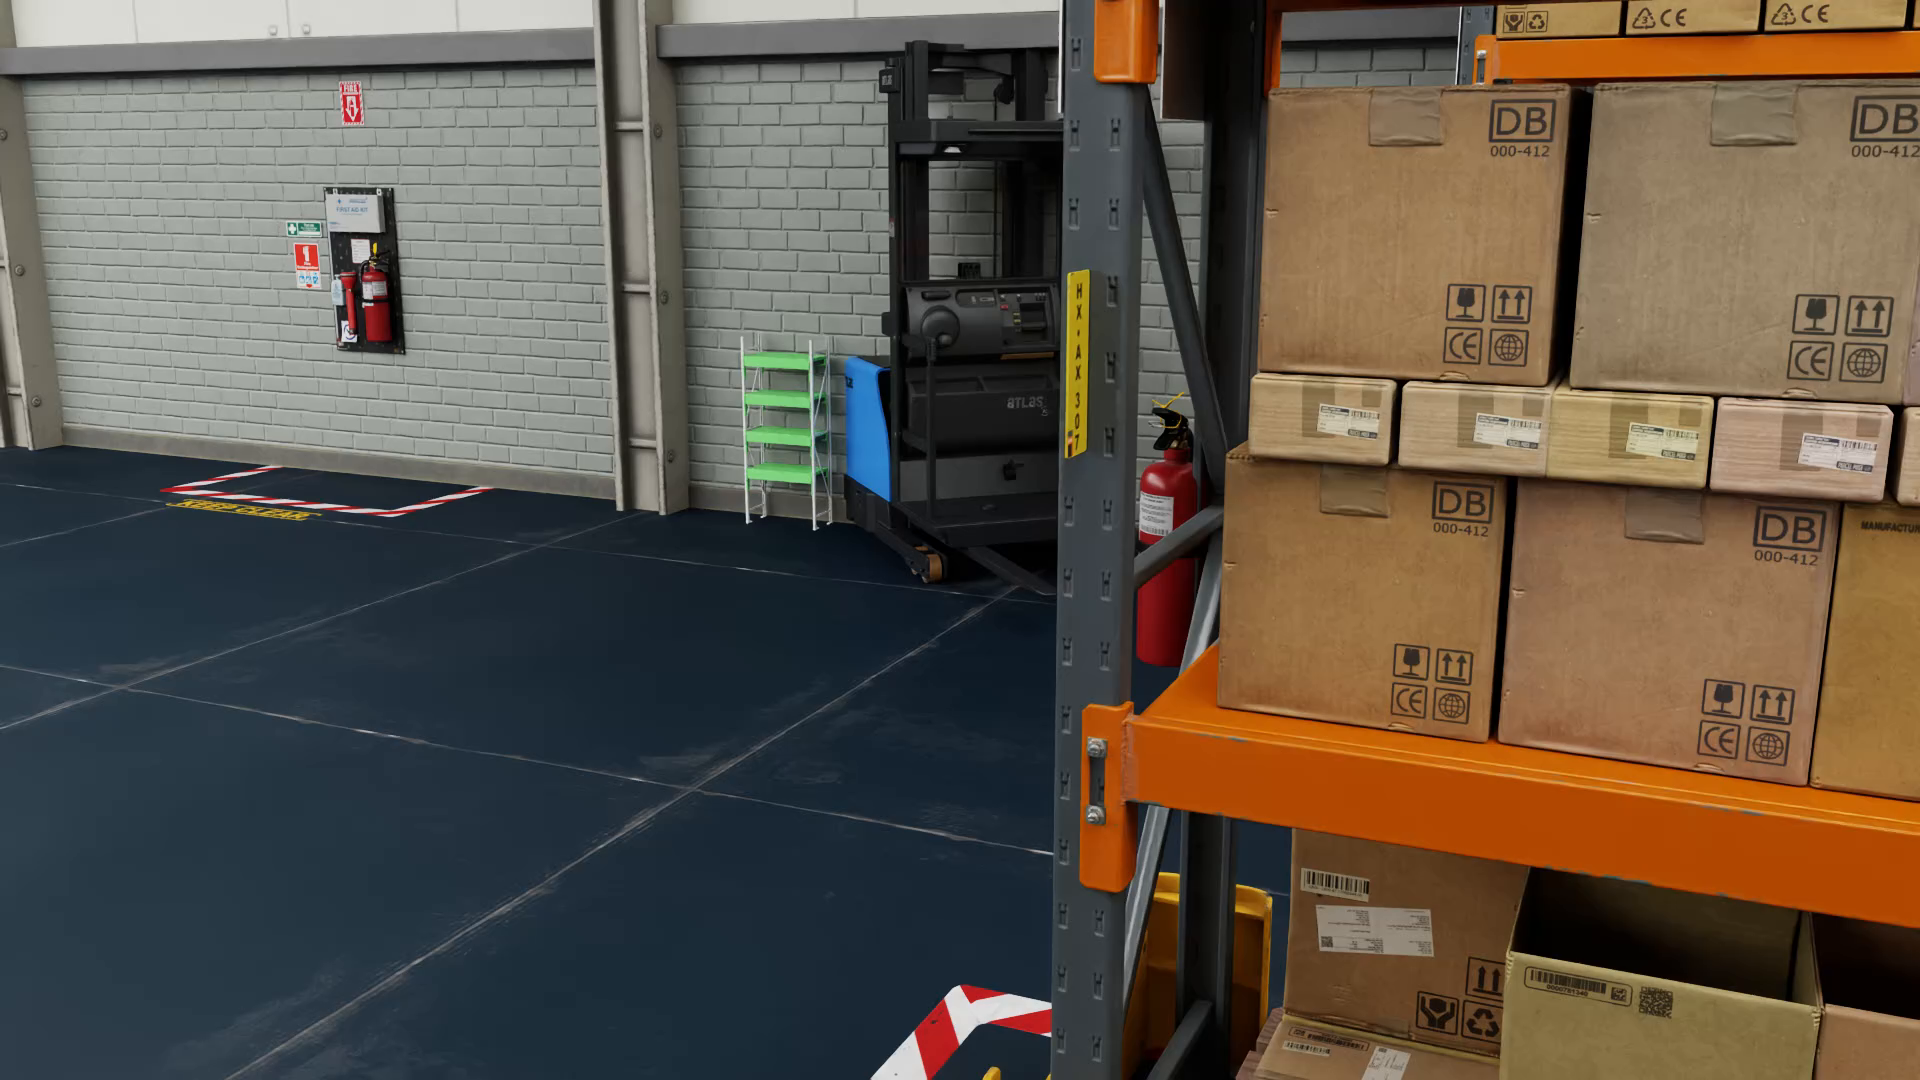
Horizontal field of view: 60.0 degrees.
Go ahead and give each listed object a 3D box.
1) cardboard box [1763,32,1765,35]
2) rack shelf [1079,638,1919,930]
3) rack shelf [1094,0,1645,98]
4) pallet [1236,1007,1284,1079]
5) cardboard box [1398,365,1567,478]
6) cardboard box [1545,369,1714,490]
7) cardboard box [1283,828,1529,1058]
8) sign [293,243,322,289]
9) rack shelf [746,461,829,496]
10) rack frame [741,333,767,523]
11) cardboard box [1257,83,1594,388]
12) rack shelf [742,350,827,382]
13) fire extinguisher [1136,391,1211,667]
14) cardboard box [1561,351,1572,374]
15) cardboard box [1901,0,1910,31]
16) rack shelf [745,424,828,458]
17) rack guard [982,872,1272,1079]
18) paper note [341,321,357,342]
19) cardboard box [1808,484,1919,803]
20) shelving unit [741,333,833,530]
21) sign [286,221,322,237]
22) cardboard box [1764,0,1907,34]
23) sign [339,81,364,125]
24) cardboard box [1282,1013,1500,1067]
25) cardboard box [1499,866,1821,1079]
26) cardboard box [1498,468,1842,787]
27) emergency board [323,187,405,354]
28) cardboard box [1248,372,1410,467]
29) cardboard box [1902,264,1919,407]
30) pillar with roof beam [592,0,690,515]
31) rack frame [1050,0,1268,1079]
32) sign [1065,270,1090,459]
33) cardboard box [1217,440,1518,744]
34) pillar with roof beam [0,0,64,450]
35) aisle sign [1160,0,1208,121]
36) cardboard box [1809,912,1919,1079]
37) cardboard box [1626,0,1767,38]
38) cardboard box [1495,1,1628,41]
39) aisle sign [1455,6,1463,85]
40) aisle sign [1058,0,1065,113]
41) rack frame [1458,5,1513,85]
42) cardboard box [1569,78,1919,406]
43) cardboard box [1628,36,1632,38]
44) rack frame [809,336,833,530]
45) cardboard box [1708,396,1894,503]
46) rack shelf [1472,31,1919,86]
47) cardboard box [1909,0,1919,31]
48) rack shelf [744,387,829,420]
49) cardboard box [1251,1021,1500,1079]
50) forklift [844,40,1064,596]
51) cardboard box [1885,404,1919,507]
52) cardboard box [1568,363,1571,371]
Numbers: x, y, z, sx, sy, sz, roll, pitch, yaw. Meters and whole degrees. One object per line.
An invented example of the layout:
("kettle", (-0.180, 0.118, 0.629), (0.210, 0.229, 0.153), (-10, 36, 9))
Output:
("cardboard box", (3.384, -2.495, 7.491), (0.500, 0.500, 0.500), (6, 14, 23))
("rack shelf", (2.267, 0.568, 2.843), (4.000, 0.370, 1.077), (6, 14, 23))
("rack shelf", (2.267, -0.892, 2.500), (4.000, 0.370, 1.077), (6, 14, 23))
("pallet", (1.155, 1.452, 3.604), (1.213, 0.211, 1.003), (6, 14, 23))
("cardboard box", (0.953, -0.227, 3.016), (0.250, 0.149, 0.380), (5, 14, 22))
("cardboard box", (1.180, -0.203, 2.916), (0.250, 0.149, 0.380), (6, 14, 23))
("cardboard box", (1.049, 0.789, 3.783), (0.500, 0.500, 0.500), (6, 14, 23))
("sign", (-4.762, -2.000, 12.135), (0.234, 0.329, 0.001), (6, 14, 23))
("rack shelf", (-1.099, -0.398, 10.654), (0.480, 0.148, 0.258), (6, 14, 23))
("rack frame", (-1.323, -0.716, 10.679), (0.015, 1.200, 0.240), (6, 14, 23))
("cardboard box", (0.909, -0.597, 3.174), (0.500, 0.500, 0.700), (6, 14, 23))
("rack shelf", (-1.099, -1.099, 10.490), (0.480, 0.148, 0.258), (6, 14, 23))
("fire extinguisher", (0.519, -0.038, 4.019), (0.183, 0.674, 0.296), (6, 14, 23))
("cardboard box", (1.105, -0.312, 3.381), (0.250, 0.149, 0.380), (6, 15, 25))
("cardboard box", (3.852, -2.445, 7.279), (0.500, 0.500, 0.500), (5, 14, 21))
("rack shelf", (-1.099, -0.632, 10.599), (0.480, 0.148, 0.258), (6, 14, 23))
("rack guard", (0.417, 1.247, 3.845), (0.348, 0.500, 1.175), (6, 14, 23))
("paper note", (-4.432, -1.512, 12.061), (0.142, 0.148, 0.016), (6, 14, 23))
("cardboard box", (1.794, 0.125, 2.939), (0.500, 0.500, 0.700), (6, 14, 24))
("shelving unit", (-1.099, -0.694, 10.585), (0.503, 1.200, 0.258), (6, 14, 23))
("sign", (-4.761, -2.256, 12.064), (0.331, 0.109, 0.001), (6, 14, 23))
("cardboard box", (3.599, -2.334, 6.805), (0.500, 0.500, 0.500), (7, 15, 26))
("sign", (-4.265, -3.060, 11.656), (0.199, 0.298, 0.001), (6, 14, 23))
("cardboard box", (1.049, 1.155, 3.867), (0.500, 0.250, 0.500), (6, 14, 23))
("cardboard box", (1.297, 0.944, 3.125), (0.500, 0.500, 0.500), (6, 14, 23))
("cardboard box", (1.342, 0.077, 3.140), (0.500, 0.500, 0.700), (6, 15, 25))
("emergency board", (-4.298, -1.910, 11.829), (0.643, 1.169, 0.194), (6, 14, 23))
("cardboard box", (0.710, -0.251, 3.118), (0.250, 0.149, 0.380), (6, 14, 23))
("cardboard box", (1.853, -0.503, 2.773), (0.500, 0.500, 0.700), (6, 14, 23))
("pillar with roof beam", (-3.798, -3.695, 6.303), (0.400, 9.000, 9.100), (6, 14, 23))
("rack frame", (0.439, 0.033, 3.550), (0.127, 3.000, 1.000), (6, 14, 23))
("sign", (0.208, -0.312, 2.950), (0.005, 0.325, 0.100), (6, 14, 23))
("cardboard box", (0.860, 0.030, 3.343), (0.500, 0.500, 0.700), (6, 14, 23))
("pillar with roof beam", (-9.283, -4.250, 8.669), (0.400, 9.000, 9.100), (6, 14, 23))
("aisle sign", (0.497, -1.300, 3.540), (0.004, 0.787, 0.394), (6, 14, 23))
("cardboard box", (1.759, 0.987, 2.939), (0.500, 0.500, 0.500), (6, 14, 23))
("cardboard box", (3.123, -2.381, 7.006), (0.500, 0.500, 0.500), (7, 15, 27))
("cardboard box", (2.646, -2.438, 7.250), (0.500, 0.500, 0.500), (6, 15, 25))
("aisle sign", (2.254, -2.212, 7.425), (0.004, 0.787, 0.394), (6, 14, 23))
("aisle sign", (0.254, -1.175, 3.006), (0.004, 0.787, 0.394), (6, 14, 23))
("rack frame", (2.442, -1.002, 7.960), (0.127, 3.000, 1.000), (6, 14, 23))
("cardboard box", (1.392, -0.549, 2.971), (0.500, 0.500, 0.700), (5, 14, 22))
("cardboard box", (2.926, -2.535, 7.665), (0.500, 0.500, 0.500), (7, 15, 27))
("rack frame", (-0.875, -0.672, 10.491), (0.015, 1.200, 0.240), (6, 14, 23))
("cardboard box", (1.410, -0.180, 2.815), (0.250, 0.149, 0.380), (6, 14, 22))
("rack shelf", (4.270, -1.927, 6.911), (4.000, 0.370, 1.077), (6, 14, 23))
("cardboard box", (4.097, -2.288, 6.613), (0.500, 0.500, 0.500), (7, 15, 27))
("rack shelf", (-1.099, -0.865, 10.545), (0.480, 0.148, 0.258), (6, 14, 23))
("cardboard box", (0.839, 1.263, 3.406), (0.500, 0.250, 0.500), (6, 14, 23))
("forklift", (0.215, -1.292, 9.345), (1.130, 2.935, 3.031), (-5, 14, -19))
("cardboard box", (1.655, -0.155, 2.712), (0.250, 0.149, 0.380), (5, 14, 21))
("cardboard box", (1.339, -0.289, 3.280), (0.250, 0.149, 0.380), (6, 14, 22))
